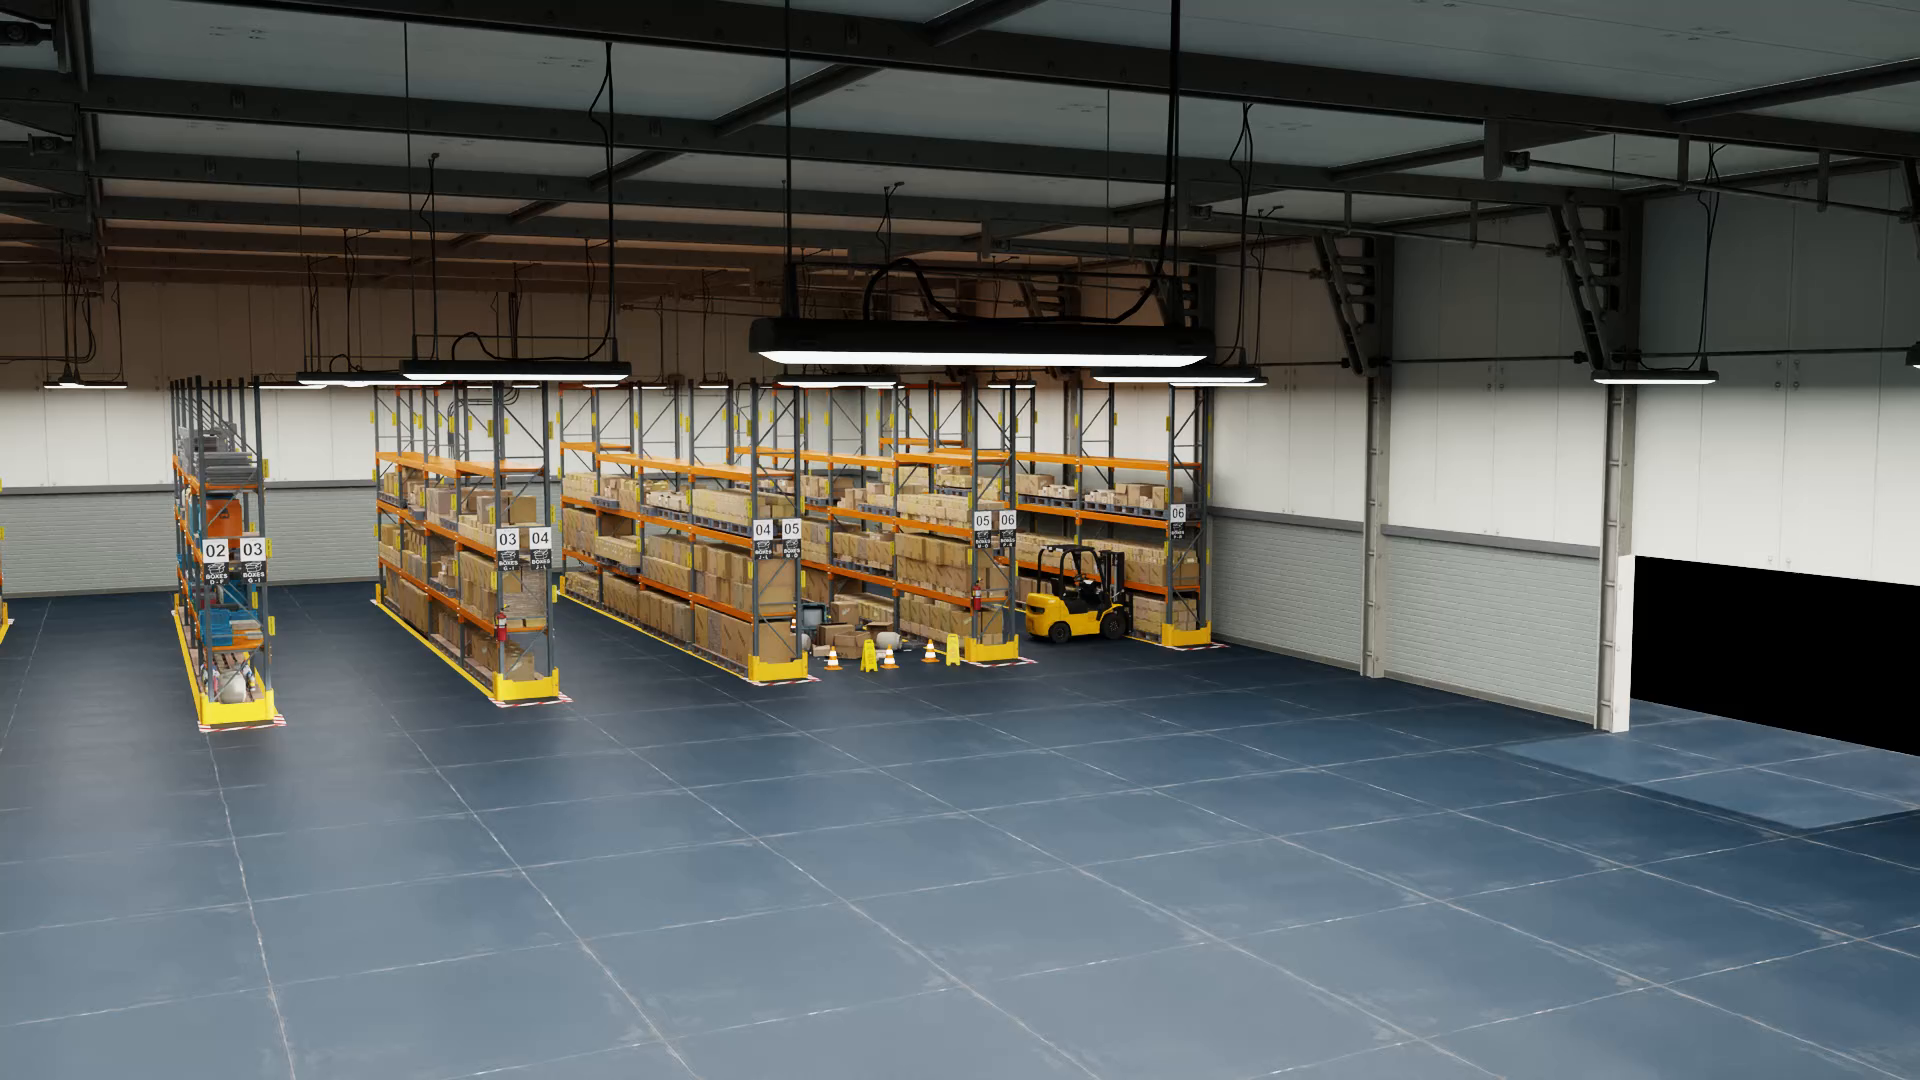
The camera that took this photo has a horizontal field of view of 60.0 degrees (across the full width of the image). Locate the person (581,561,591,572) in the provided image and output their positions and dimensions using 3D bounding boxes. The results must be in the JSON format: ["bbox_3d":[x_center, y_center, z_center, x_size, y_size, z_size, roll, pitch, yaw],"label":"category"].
[{"bbox_3d":[-10.828,0.595,48.688,0.572,1.614,0.576,-3,6,-30],"label":"person"}]
